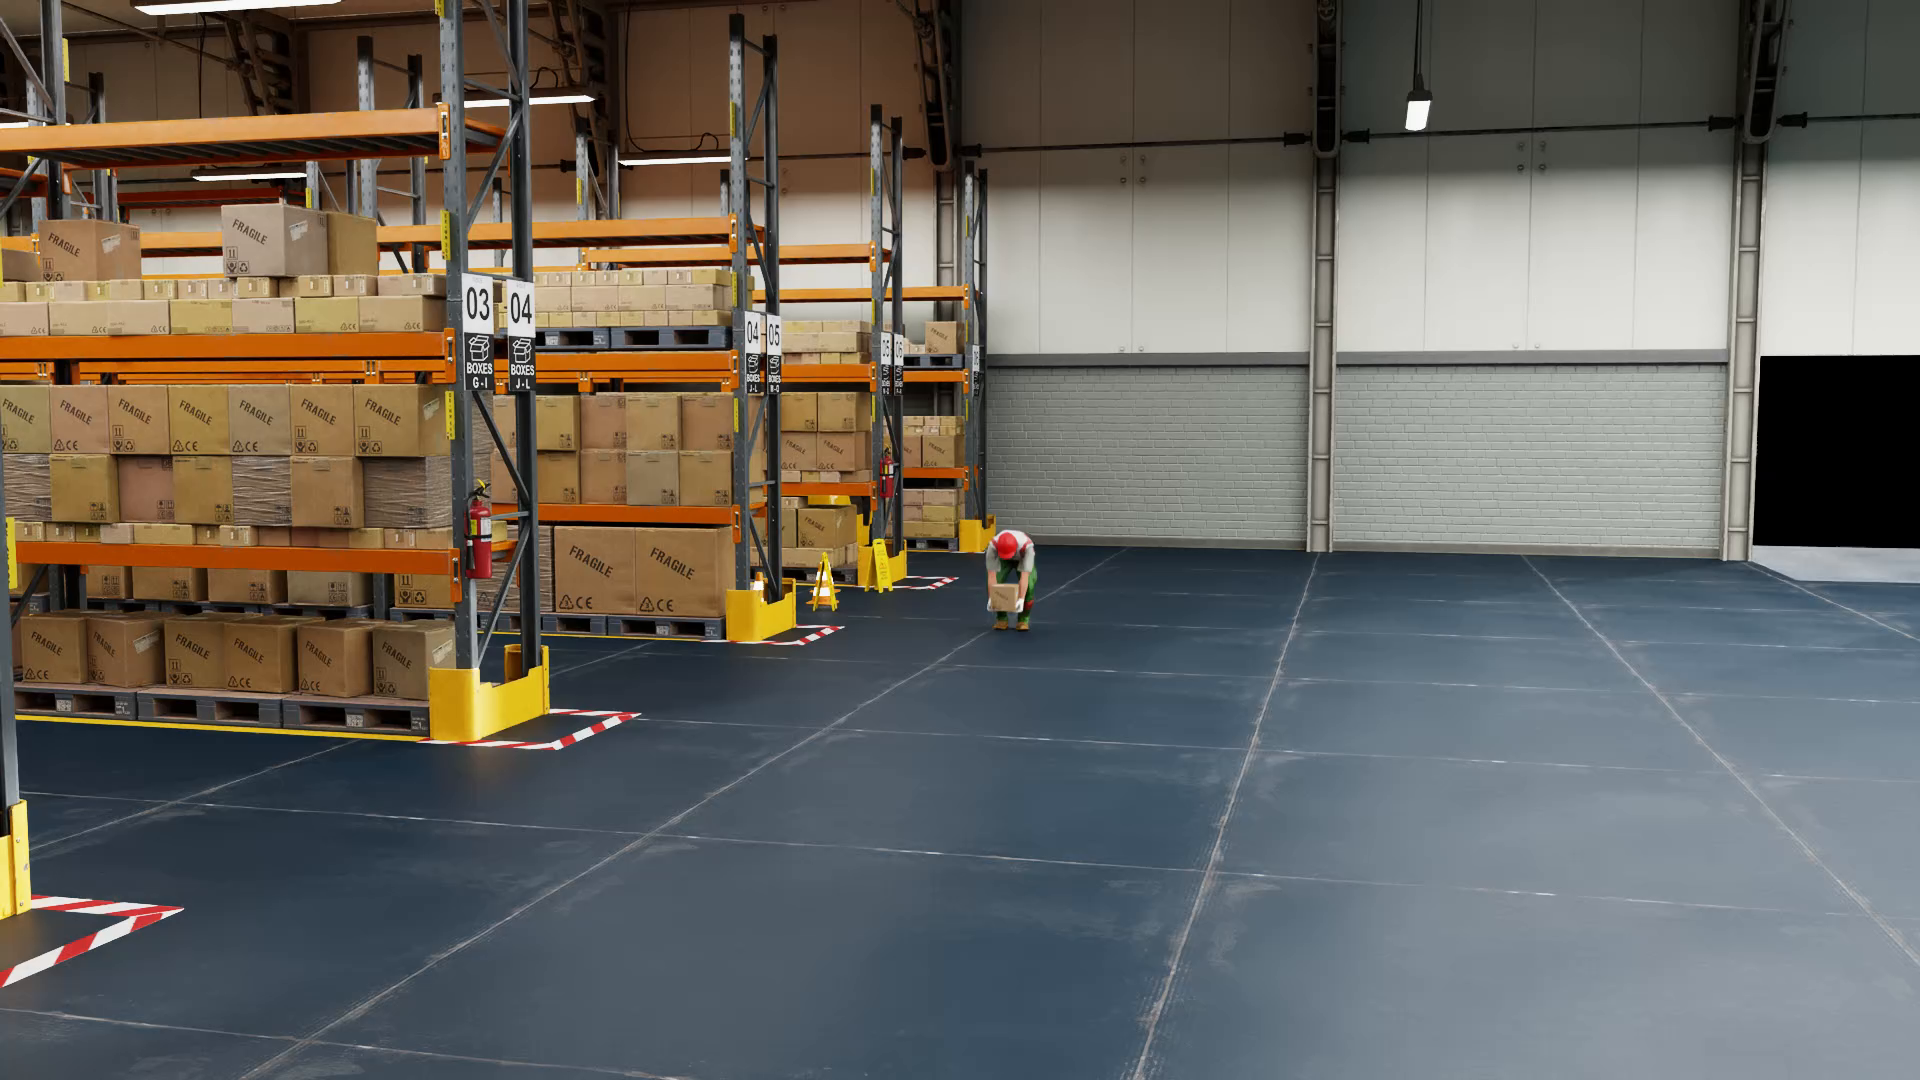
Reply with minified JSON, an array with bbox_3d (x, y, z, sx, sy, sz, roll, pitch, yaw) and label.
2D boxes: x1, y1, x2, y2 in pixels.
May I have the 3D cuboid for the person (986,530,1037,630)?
[{"bbox_3d":[0.511,0.410,16.883,0.522,1.041,0.958,1,5,11],"label":"person"}]
